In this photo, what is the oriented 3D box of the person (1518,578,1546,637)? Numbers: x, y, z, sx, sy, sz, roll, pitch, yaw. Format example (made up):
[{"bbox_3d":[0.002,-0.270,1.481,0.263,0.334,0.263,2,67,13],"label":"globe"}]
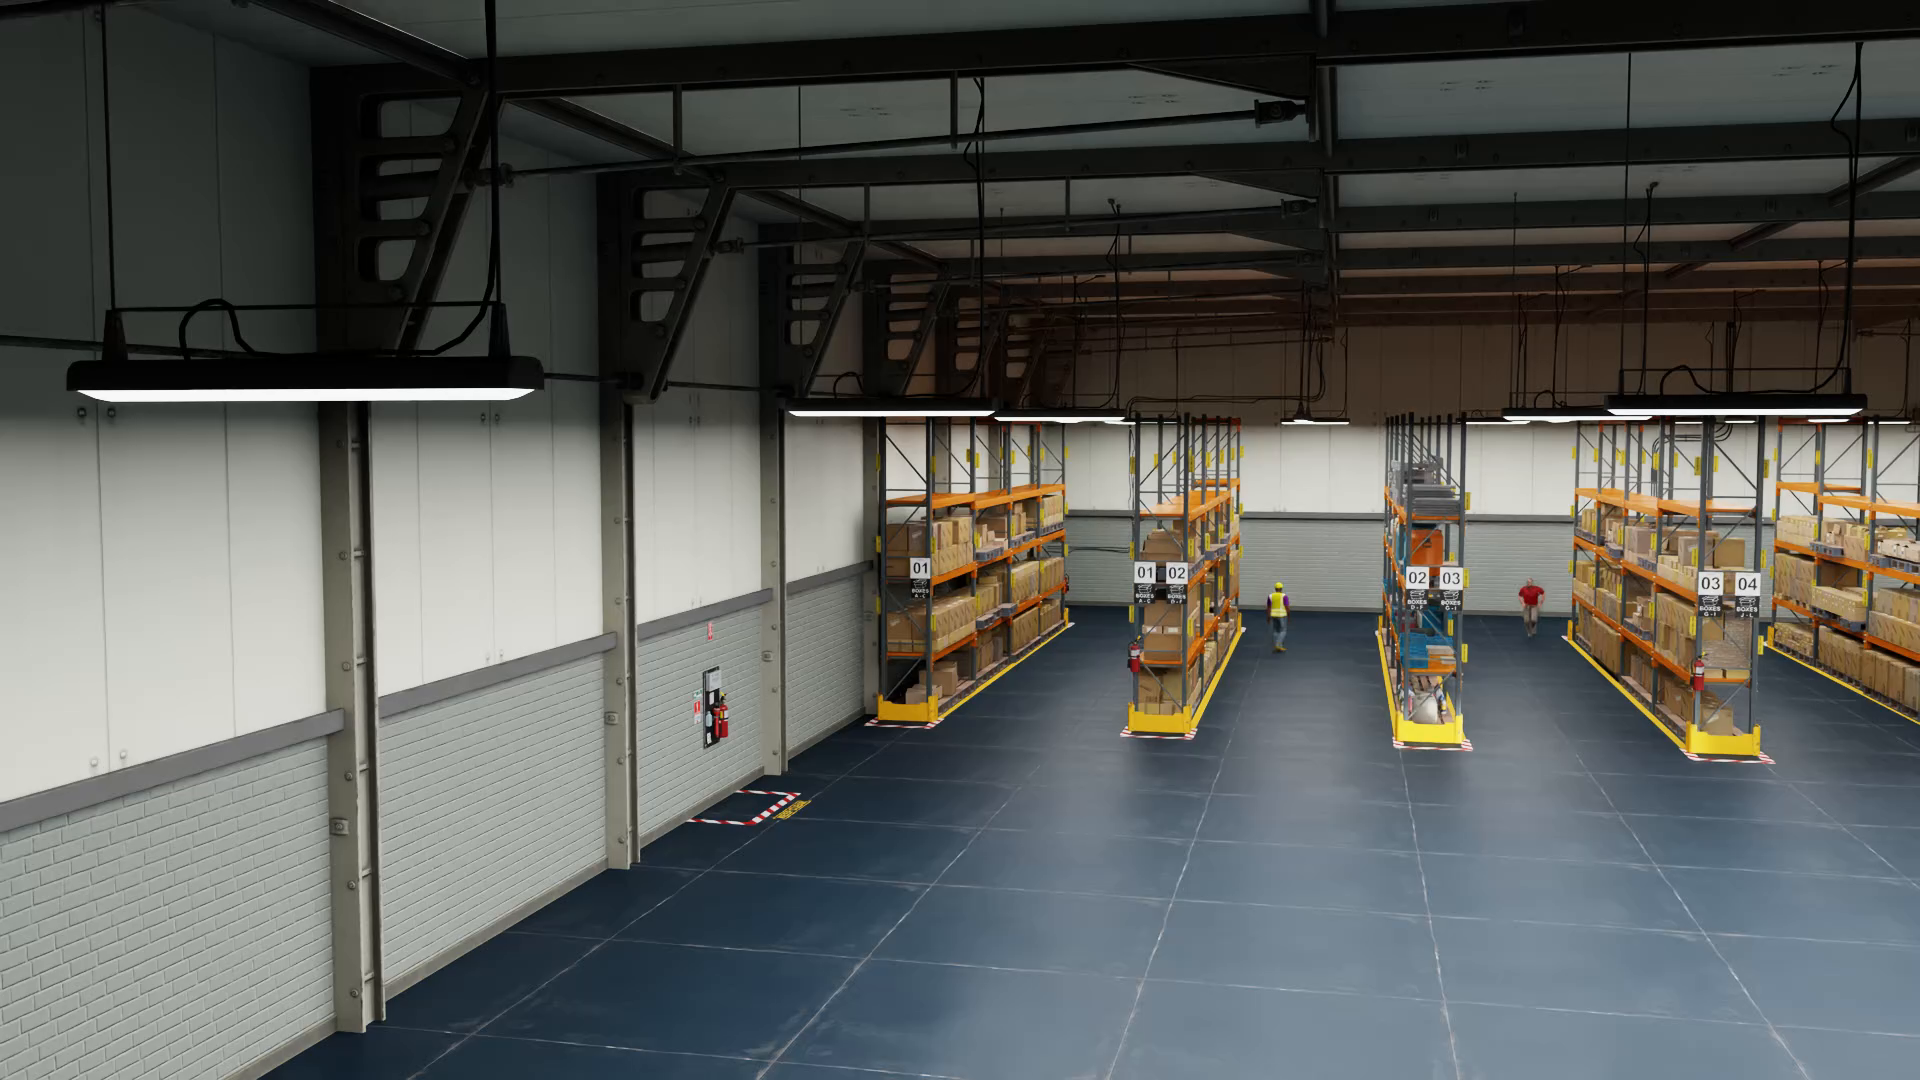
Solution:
[{"bbox_3d":[15.610,1.842,45.382,0.711,1.635,0.717,2,4,24],"label":"person"}]

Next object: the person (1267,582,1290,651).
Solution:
[{"bbox_3d":[8.132,1.969,42.517,0.607,1.766,0.512,3,5,36],"label":"person"}]
